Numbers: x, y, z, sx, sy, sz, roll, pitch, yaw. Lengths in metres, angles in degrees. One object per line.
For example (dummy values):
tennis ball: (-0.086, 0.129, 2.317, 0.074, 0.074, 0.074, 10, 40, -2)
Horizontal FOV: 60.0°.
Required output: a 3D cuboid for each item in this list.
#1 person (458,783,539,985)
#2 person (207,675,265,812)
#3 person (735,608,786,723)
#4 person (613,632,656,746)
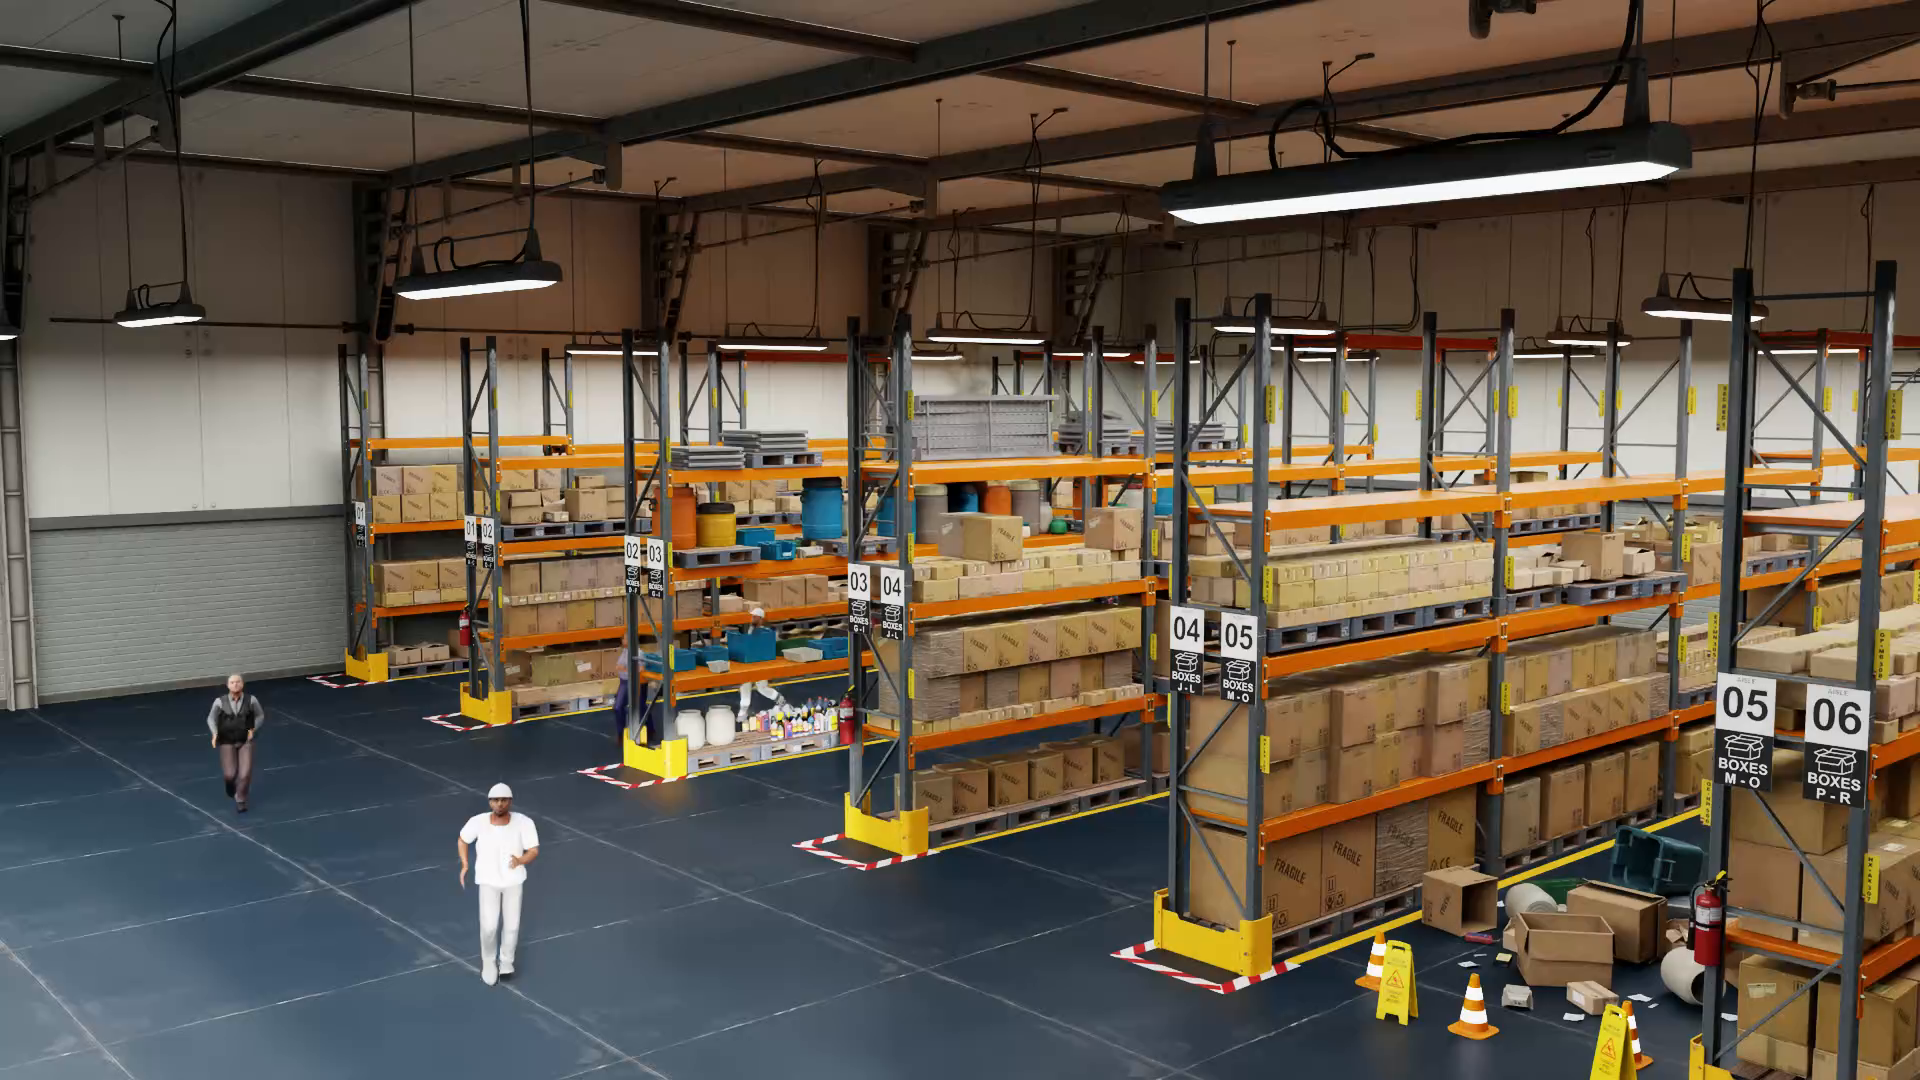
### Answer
person: (-4.003, 2.994, 14.467, 0.675, 1.756, 0.688, -2, 5, -18)
person: (-8.926, 2.500, 20.540, 0.660, 1.683, 0.585, -2, 6, -24)
person: (-3.167, 1.942, 25.945, 0.649, 1.768, 0.979, 5, 7, 44)
person: (-4.762, 2.187, 24.347, 0.574, 1.719, 0.754, 4, 6, 38)
